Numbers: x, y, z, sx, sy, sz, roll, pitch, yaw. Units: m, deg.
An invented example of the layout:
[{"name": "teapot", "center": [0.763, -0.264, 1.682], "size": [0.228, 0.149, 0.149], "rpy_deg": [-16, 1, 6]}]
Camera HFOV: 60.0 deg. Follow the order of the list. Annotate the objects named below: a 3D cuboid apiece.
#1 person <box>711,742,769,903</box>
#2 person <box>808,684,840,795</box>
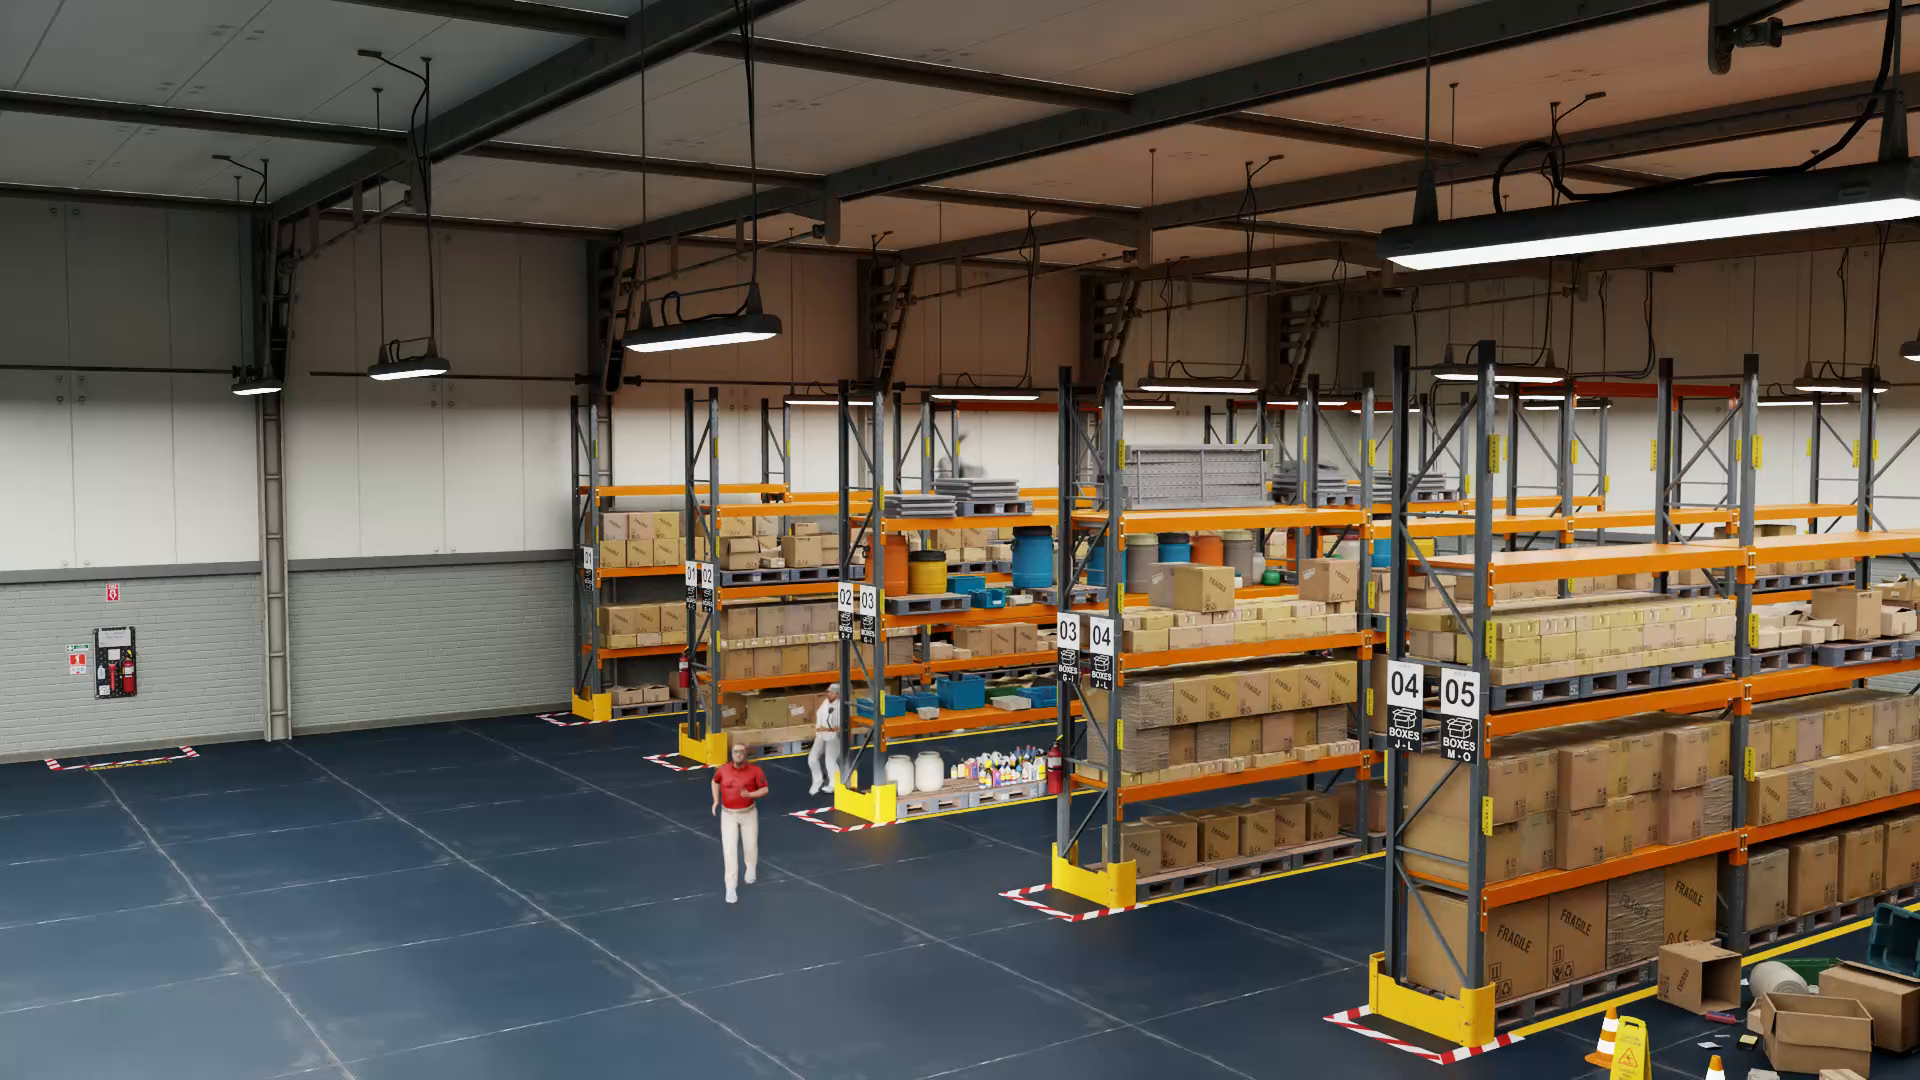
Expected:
[{"name": "person", "center": [-2.499, 3.147, 18.847], "size": [0.663, 1.713, 0.969], "rpy_deg": [0, 3, -4]}, {"name": "person", "center": [-1.890, 2.907, 24.168], "size": [0.628, 1.652, 0.617], "rpy_deg": [2, 4, 35]}]
